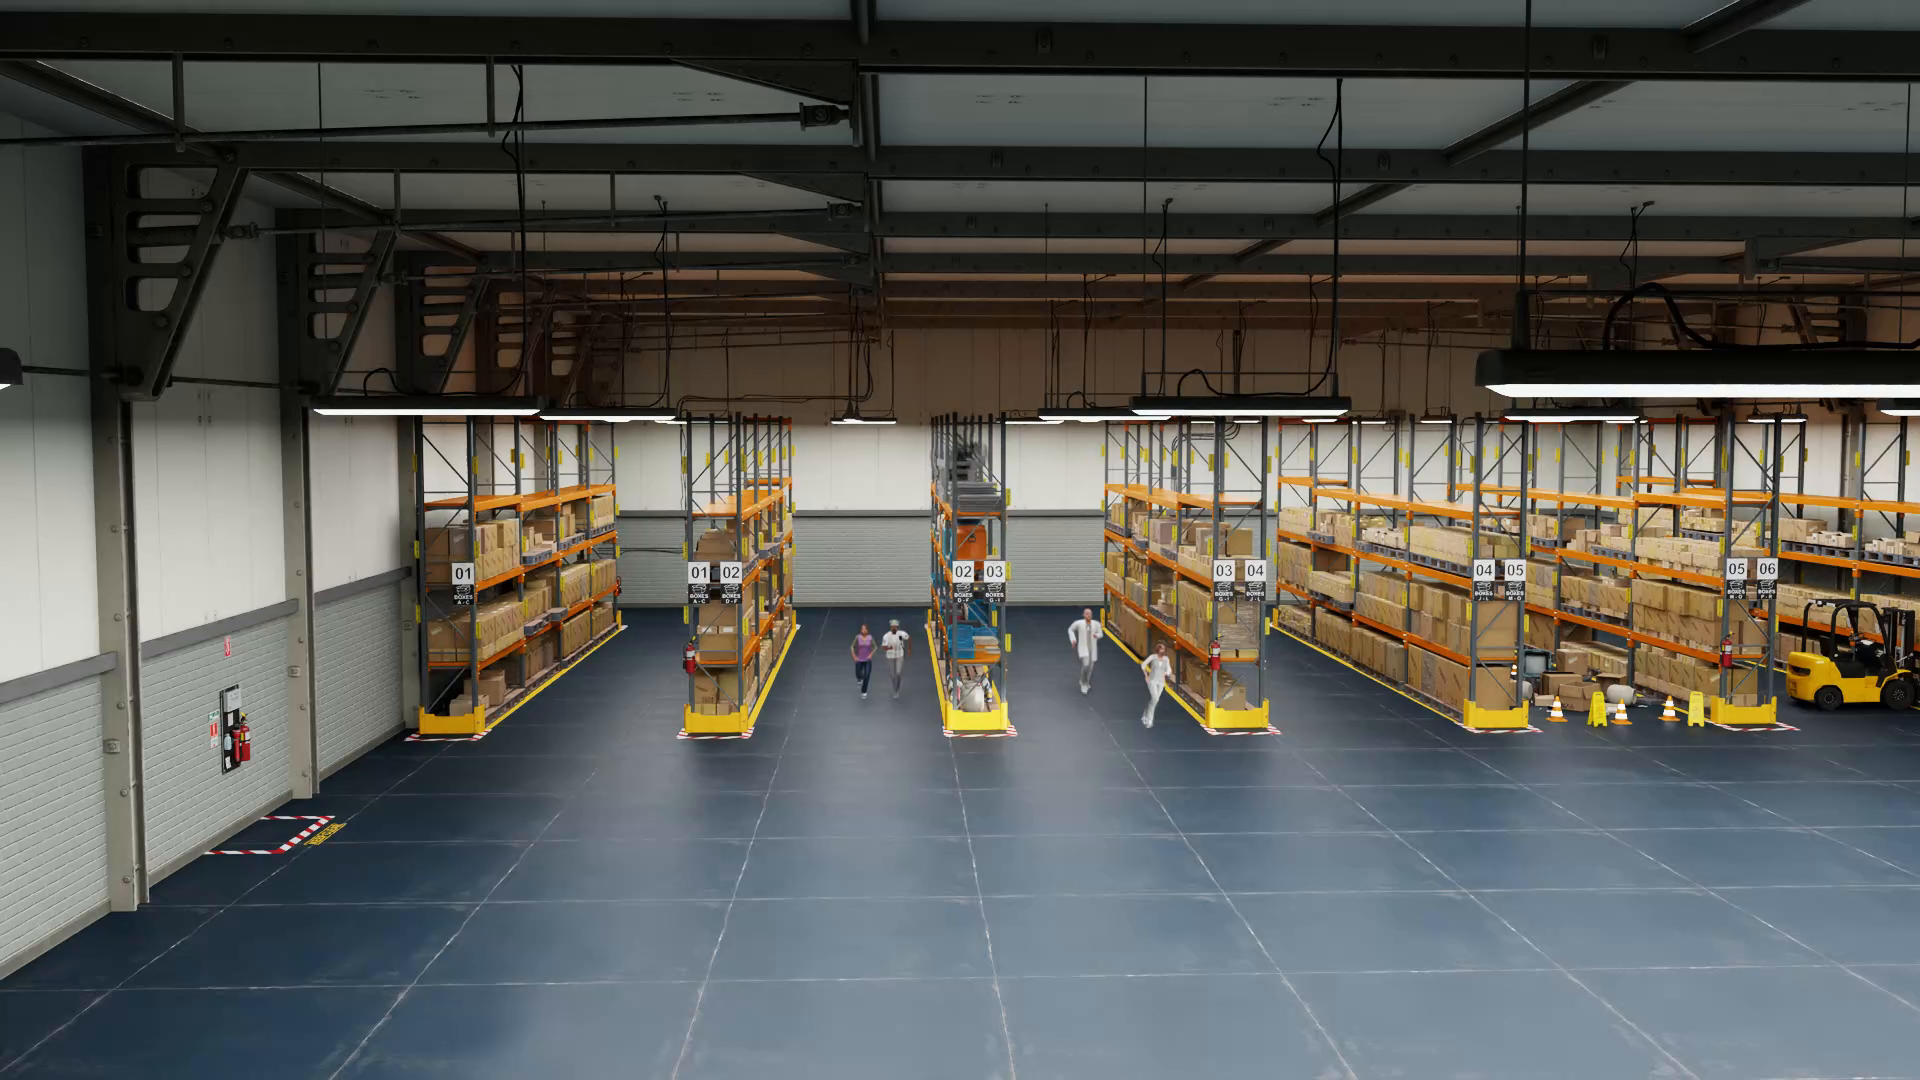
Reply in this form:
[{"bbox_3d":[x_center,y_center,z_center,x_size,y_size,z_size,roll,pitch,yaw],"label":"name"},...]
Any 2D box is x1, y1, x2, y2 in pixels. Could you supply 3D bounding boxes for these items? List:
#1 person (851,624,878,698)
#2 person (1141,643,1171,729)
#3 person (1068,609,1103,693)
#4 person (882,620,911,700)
[{"bbox_3d":[-2.033,2.602,35.233,0.577,1.478,0.545,0,4,0],"label":"person"},{"bbox_3d":[3.763,2.778,31.820,0.528,1.614,0.639,-1,4,-20],"label":"person"},{"bbox_3d":[2.748,2.397,35.941,0.675,1.830,0.810,-1,4,-16],"label":"person"},{"bbox_3d":[-1.341,2.499,35.016,0.602,1.684,0.804,0,4,0],"label":"person"}]
